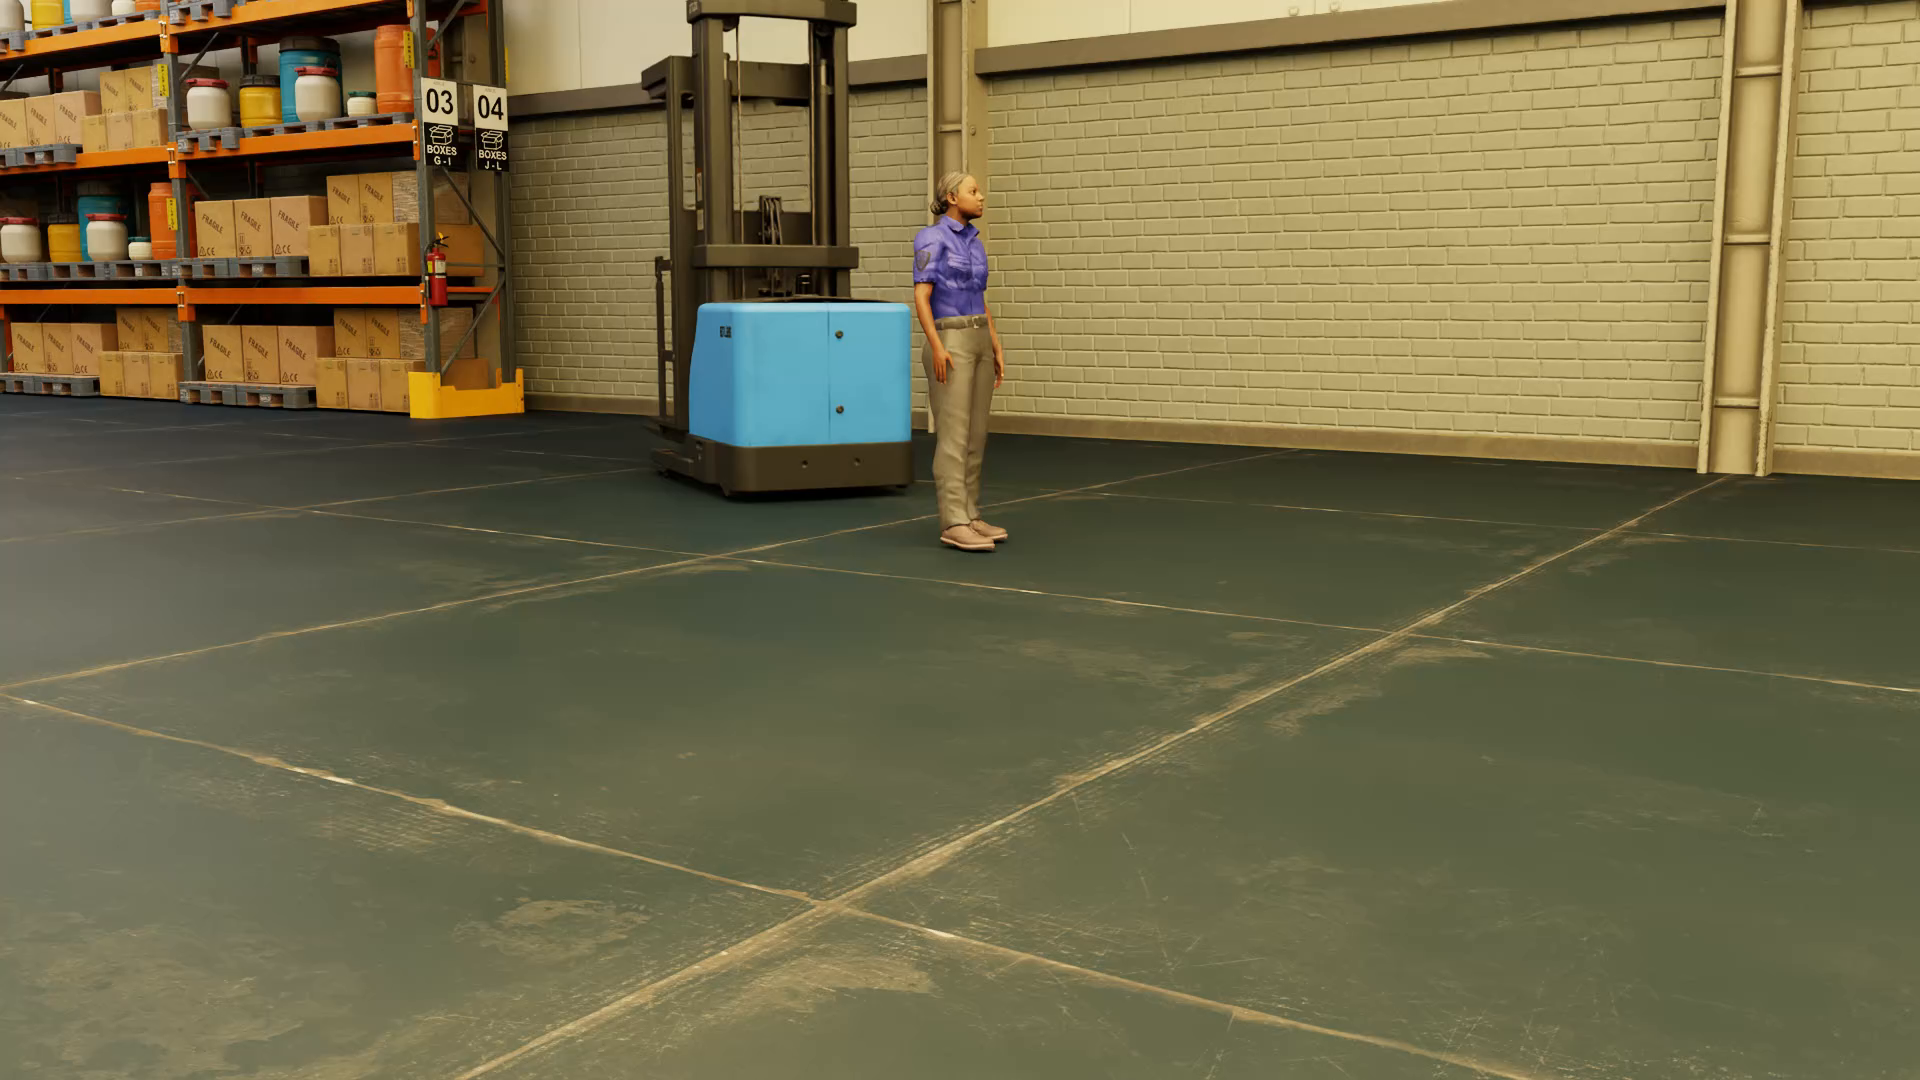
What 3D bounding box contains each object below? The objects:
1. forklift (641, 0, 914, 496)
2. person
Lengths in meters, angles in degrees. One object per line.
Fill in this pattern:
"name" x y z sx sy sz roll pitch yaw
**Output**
"forklift" -1.309 -1.858 10.262 1.130 2.935 3.031 -4 9 -23
"person" 0.061 -0.816 7.422 0.504 1.654 0.570 5 10 34
